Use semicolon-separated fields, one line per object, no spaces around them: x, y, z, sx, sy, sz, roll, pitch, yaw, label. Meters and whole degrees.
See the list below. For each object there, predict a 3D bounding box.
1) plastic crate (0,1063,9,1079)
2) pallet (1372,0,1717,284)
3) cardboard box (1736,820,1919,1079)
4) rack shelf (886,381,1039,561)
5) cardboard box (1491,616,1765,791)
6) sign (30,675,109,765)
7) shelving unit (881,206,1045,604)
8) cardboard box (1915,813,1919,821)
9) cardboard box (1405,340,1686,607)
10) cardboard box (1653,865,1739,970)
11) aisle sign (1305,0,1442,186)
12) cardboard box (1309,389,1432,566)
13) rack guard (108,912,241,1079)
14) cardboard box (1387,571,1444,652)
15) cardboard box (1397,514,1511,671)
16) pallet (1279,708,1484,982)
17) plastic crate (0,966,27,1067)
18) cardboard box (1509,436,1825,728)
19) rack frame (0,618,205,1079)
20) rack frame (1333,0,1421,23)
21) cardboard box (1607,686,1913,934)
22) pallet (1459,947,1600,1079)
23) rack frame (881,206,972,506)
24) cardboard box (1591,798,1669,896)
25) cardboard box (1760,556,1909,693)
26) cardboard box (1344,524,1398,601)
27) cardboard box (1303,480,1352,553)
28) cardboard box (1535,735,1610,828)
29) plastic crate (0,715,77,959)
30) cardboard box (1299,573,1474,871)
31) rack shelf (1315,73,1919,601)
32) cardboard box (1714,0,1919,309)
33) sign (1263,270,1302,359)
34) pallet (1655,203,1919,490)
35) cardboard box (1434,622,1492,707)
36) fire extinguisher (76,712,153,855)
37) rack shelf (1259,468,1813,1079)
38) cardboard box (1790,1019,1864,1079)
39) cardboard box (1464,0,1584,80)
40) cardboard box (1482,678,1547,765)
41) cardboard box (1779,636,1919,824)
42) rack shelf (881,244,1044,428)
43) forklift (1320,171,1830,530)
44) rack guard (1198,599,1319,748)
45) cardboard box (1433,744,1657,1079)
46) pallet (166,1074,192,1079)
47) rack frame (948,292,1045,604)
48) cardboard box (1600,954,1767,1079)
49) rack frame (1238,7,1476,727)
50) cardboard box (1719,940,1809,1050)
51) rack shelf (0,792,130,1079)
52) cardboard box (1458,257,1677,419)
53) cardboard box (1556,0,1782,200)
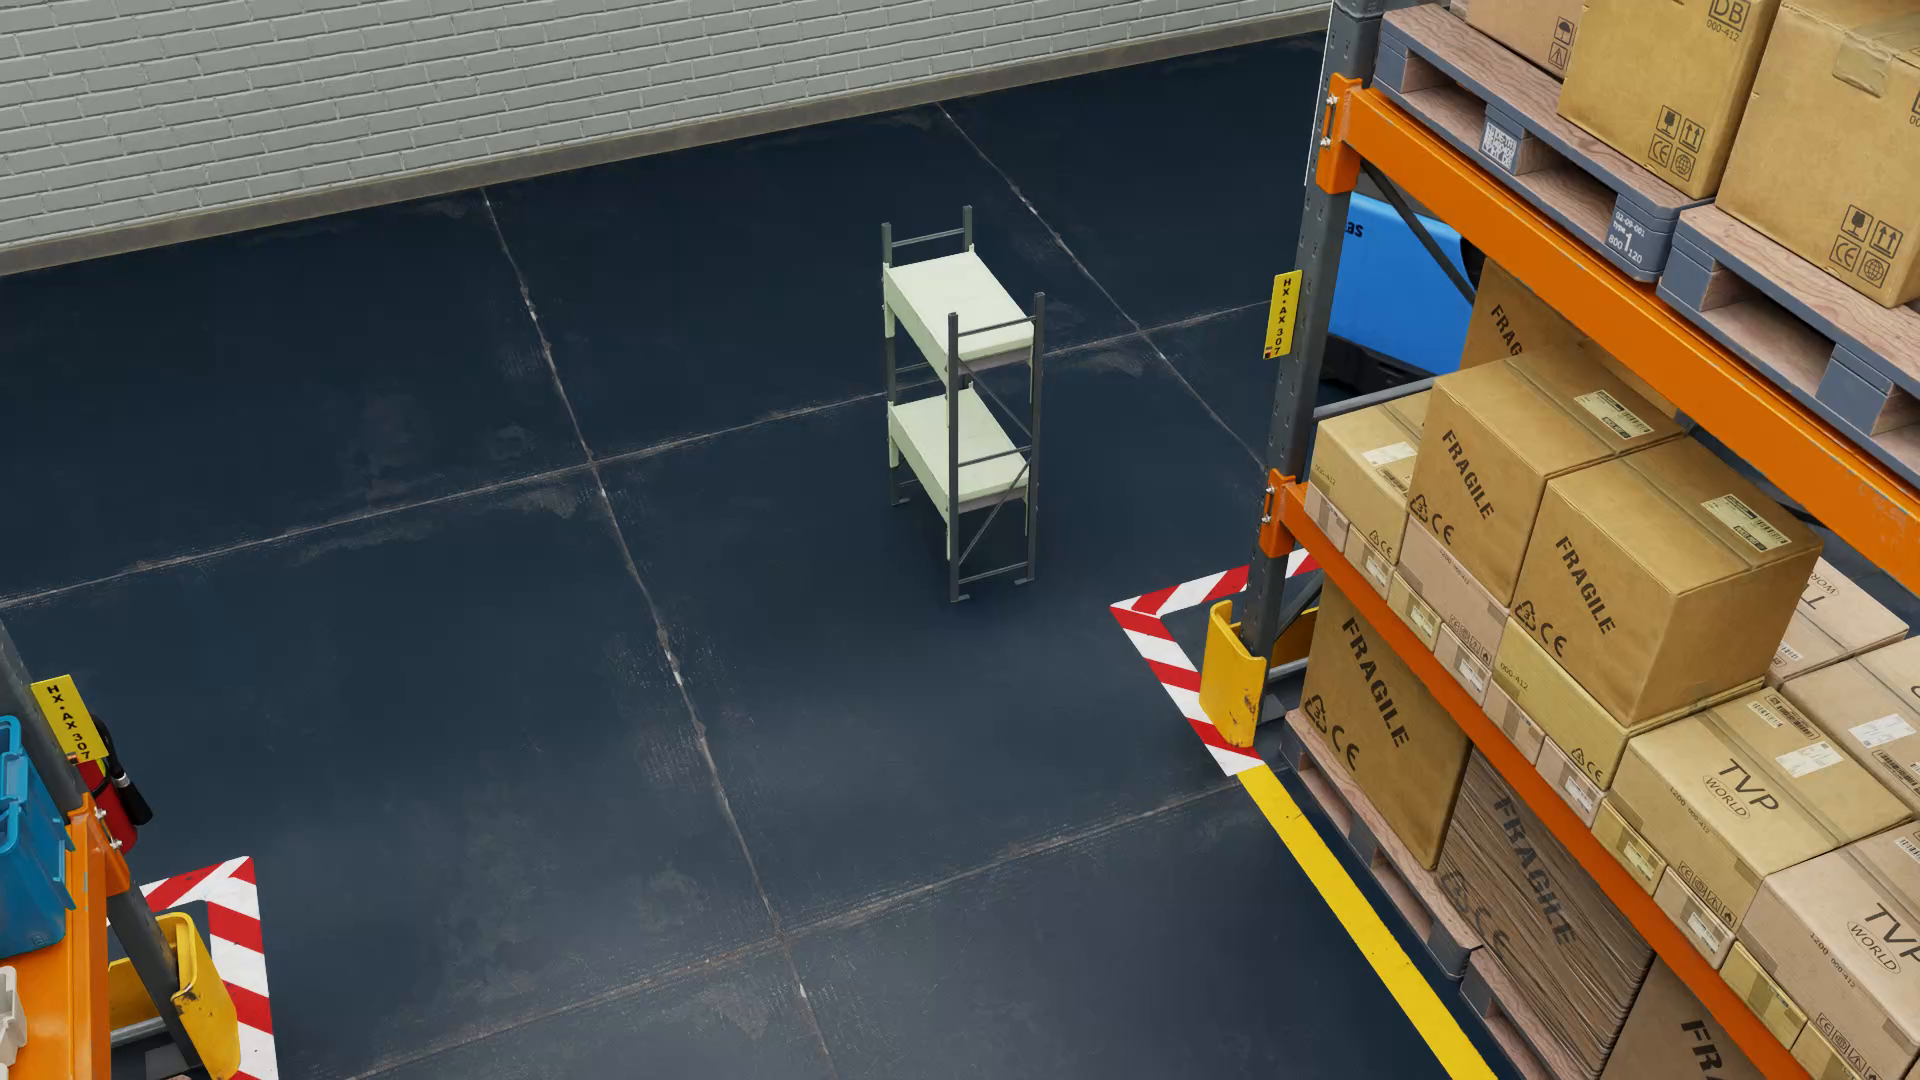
-2.416;1.416;3.877;0.396;0.136;0.243;-15;43;-17;plastic crate
1.877;-1.180;4.508;1.003;0.211;1.213;-15;43;-17;pallet
2.307;1.014;4.076;0.500;0.250;0.500;-14;43;-16;cardboard box
0.003;-0.317;7.387;0.431;0.370;0.720;-15;43;-17;rack shelf
1.912;0.395;4.796;0.500;0.250;0.500;-16;43;-18;cardboard box
-2.490;0.506;4.654;0.100;0.325;0.005;-15;43;-17;sign
0.003;-0.565;7.175;0.431;1.500;0.755;-15;43;-17;shelving unit
2.787;0.873;4.240;0.500;0.250;0.500;-14;43;-16;cardboard box
1.709;-0.203;4.916;0.500;0.500;0.500;-16;43;-18;cardboard box
2.106;0.955;4.451;0.380;0.149;0.250;-14;43;-16;cardboard box
1.279;-1.475;5.089;0.394;0.787;0.004;-15;43;-17;aisle sign
1.518;-0.220;5.511;0.500;0.250;0.500;-16;43;-18;cardboard box
-3.014;1.652;5.365;1.175;0.500;0.348;-15;43;-17;rack guard
1.612;0.179;5.352;0.380;0.149;0.250;-16;43;-18;cardboard box
1.723;0.091;5.149;0.500;0.250;0.500;-16;43;-17;cardboard box
1.962;0.999;6.345;1.003;0.211;1.213;-15;43;-17;pallet
-2.513;1.238;4.084;0.396;0.136;0.243;-15;43;-17;plastic crate
1.913;0.107;4.555;0.500;0.500;0.500;-16;43;-18;cardboard box
-2.992;0.715;4.537;1.000;3.000;0.127;-15;43;-17;rack frame
1.584;-2.795;4.017;1.000;3.000;0.127;-15;43;-17;rack frame
2.116;0.708;4.432;0.500;0.250;0.500;-16;43;-18;cardboard box
2.425;1.733;5.492;1.003;0.211;1.213;-15;43;-17;pallet
-0.137;-0.785;7.431;0.400;1.500;0.023;-15;43;-17;rack frame
2.004;0.797;4.634;0.380;0.149;0.250;-16;43;-18;cardboard box
2.403;0.261;4.951;0.500;0.250;0.500;-17;43;-18;cardboard box
1.514;0.025;5.532;0.380;0.149;0.250;-16;43;-17;cardboard box
1.415;-0.129;5.711;0.380;0.149;0.250;-15;43;-16;cardboard box
1.909;0.645;4.811;0.380;0.149;0.250;-16;43;-17;cardboard box
-2.692;0.834;4.325;0.616;0.435;0.499;-15;43;-17;plastic crate
1.903;0.491;6.104;0.875;0.875;0.875;-15;43;-17;cardboard box
2.349;-0.180;3.829;1.077;0.370;4.000;-15;43;-17;rack shelf
2.179;-0.925;3.667;0.700;0.500;0.500;-18;44;-20;cardboard box
1.069;-0.744;5.509;0.100;0.325;0.005;-15;43;-17;sign
2.348;-0.444;3.652;1.003;0.211;1.213;-15;43;-17;pallet
1.713;0.336;5.170;0.380;0.149;0.250;-16;43;-18;cardboard box
-2.630;0.681;4.921;0.296;0.674;0.183;-15;43;-17;fire extinguisher
2.349;0.957;4.807;1.077;0.370;4.000;-15;43;-17;rack shelf
2.301;1.262;4.093;0.380;0.149;0.250;-14;43;-16;cardboard box
1.832;-1.593;4.445;0.700;0.500;0.500;-18;44;-19;cardboard box
1.810;0.489;4.992;0.380;0.149;0.250;-16;43;-18;cardboard box
2.606;0.574;4.587;0.500;0.250;0.500;-15;43;-17;cardboard box
0.003;-0.861;6.920;0.431;0.370;0.720;-15;43;-17;rack shelf
3.173;-1.675;7.369;3.031;2.935;1.130;27;48;28;forklift
1.575;0.413;6.805;1.175;0.500;0.348;-15;43;-17;rack guard
2.251;1.040;5.467;0.875;0.875;0.875;-15;43;-17;cardboard box
-2.713;2.279;4.857;1.003;0.211;1.213;-15;43;-17;pallet
0.143;-0.344;6.919;0.400;1.500;0.023;-15;43;-17;rack frame
2.591;1.576;4.843;0.875;0.875;0.875;-15;43;-17;cardboard box
1.584;-0.521;5.973;1.000;3.000;0.127;-15;43;-17;rack frame
2.203;1.108;4.272;0.380;0.149;0.250;-16;43;-18;cardboard box
-2.227;2.193;3.370;1.077;0.370;4.000;-15;43;-17;rack shelf
2.013;-0.633;5.416;0.500;0.500;0.500;-15;43;-16;cardboard box
1.936;-1.224;4.015;0.700;0.500;0.500;-17;43;-18;cardboard box
